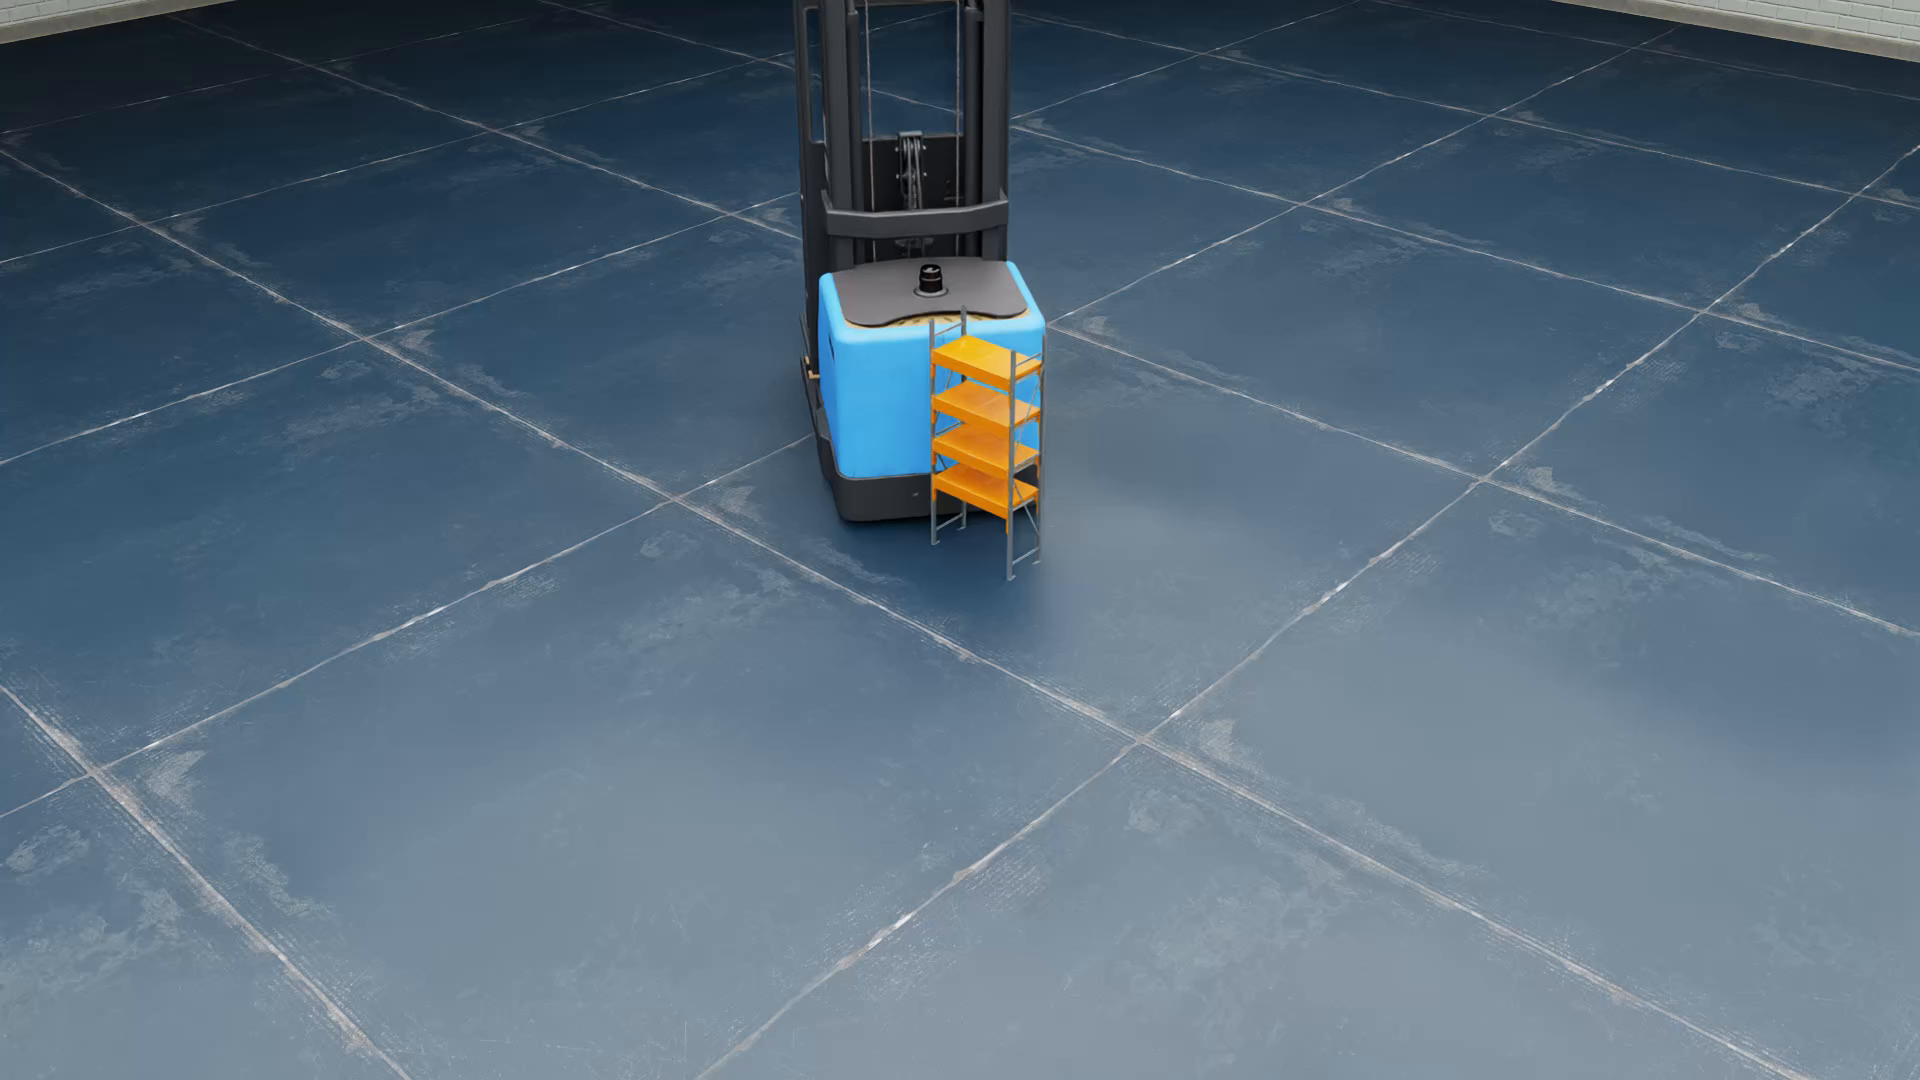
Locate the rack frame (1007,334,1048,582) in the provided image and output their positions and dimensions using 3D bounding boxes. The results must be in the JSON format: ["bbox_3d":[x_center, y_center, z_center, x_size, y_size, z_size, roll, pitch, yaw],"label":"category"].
[{"bbox_3d":[0.308,-0.364,7.691,0.015,1.200,0.240,25,39,35],"label":"rack frame"}]

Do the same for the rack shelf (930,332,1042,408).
[{"bbox_3d":[0.126,-0.785,7.628,0.480,0.148,0.258,25,39,35],"label":"rack shelf"}]

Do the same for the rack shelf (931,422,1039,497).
[{"bbox_3d":[0.126,-0.390,7.865,0.480,0.148,0.258,25,39,35],"label":"rack shelf"}]

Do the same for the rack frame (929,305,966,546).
[{"bbox_3d":[-0.055,-0.532,7.970,0.015,1.200,0.240,25,39,35],"label":"rack frame"}]

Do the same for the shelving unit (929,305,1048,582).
[{"bbox_3d":[0.126,-0.448,7.831,0.503,1.200,0.258,25,39,35],"label":"shelving unit"}]

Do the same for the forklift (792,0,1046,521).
[{"bbox_3d":[-0.331,-2.093,8.884,1.130,2.935,3.031,-5,31,-8],"label":"forklift"}]

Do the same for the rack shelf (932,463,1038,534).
[{"bbox_3d":[0.126,-0.220,7.968,0.480,0.148,0.258,25,39,35],"label":"rack shelf"}]

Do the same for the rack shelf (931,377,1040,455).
[{"bbox_3d":[0.126,-0.582,7.750,0.480,0.148,0.258,25,39,35],"label":"rack shelf"}]
